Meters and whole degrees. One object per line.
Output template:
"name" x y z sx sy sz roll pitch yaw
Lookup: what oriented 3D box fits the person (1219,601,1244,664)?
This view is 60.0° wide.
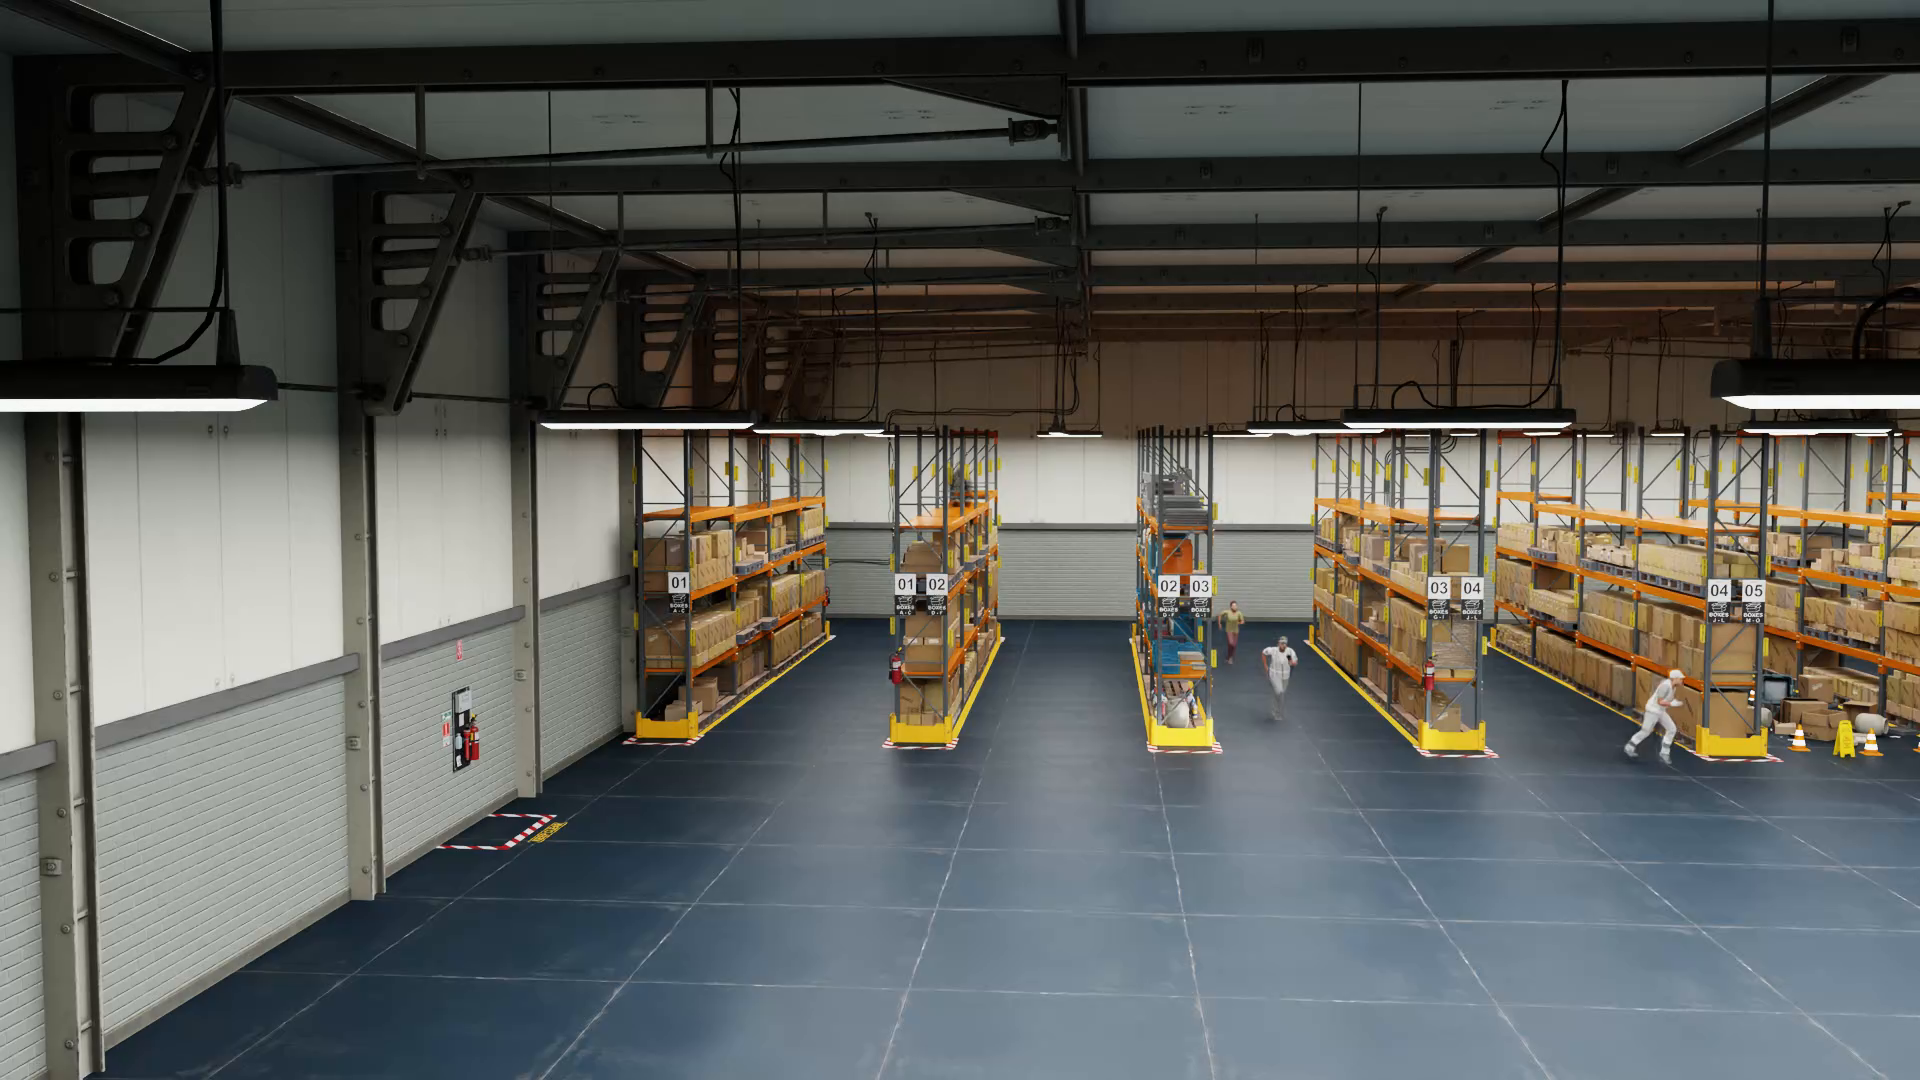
"person" 6.889 2.351 42.187 0.602 1.617 0.748 0 3 -2

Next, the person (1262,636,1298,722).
"person" 6.537 2.824 34.020 0.649 1.777 0.943 -1 3 -10

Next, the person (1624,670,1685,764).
"person" 12.366 3.133 29.590 1.019 1.715 0.707 3 4 38
